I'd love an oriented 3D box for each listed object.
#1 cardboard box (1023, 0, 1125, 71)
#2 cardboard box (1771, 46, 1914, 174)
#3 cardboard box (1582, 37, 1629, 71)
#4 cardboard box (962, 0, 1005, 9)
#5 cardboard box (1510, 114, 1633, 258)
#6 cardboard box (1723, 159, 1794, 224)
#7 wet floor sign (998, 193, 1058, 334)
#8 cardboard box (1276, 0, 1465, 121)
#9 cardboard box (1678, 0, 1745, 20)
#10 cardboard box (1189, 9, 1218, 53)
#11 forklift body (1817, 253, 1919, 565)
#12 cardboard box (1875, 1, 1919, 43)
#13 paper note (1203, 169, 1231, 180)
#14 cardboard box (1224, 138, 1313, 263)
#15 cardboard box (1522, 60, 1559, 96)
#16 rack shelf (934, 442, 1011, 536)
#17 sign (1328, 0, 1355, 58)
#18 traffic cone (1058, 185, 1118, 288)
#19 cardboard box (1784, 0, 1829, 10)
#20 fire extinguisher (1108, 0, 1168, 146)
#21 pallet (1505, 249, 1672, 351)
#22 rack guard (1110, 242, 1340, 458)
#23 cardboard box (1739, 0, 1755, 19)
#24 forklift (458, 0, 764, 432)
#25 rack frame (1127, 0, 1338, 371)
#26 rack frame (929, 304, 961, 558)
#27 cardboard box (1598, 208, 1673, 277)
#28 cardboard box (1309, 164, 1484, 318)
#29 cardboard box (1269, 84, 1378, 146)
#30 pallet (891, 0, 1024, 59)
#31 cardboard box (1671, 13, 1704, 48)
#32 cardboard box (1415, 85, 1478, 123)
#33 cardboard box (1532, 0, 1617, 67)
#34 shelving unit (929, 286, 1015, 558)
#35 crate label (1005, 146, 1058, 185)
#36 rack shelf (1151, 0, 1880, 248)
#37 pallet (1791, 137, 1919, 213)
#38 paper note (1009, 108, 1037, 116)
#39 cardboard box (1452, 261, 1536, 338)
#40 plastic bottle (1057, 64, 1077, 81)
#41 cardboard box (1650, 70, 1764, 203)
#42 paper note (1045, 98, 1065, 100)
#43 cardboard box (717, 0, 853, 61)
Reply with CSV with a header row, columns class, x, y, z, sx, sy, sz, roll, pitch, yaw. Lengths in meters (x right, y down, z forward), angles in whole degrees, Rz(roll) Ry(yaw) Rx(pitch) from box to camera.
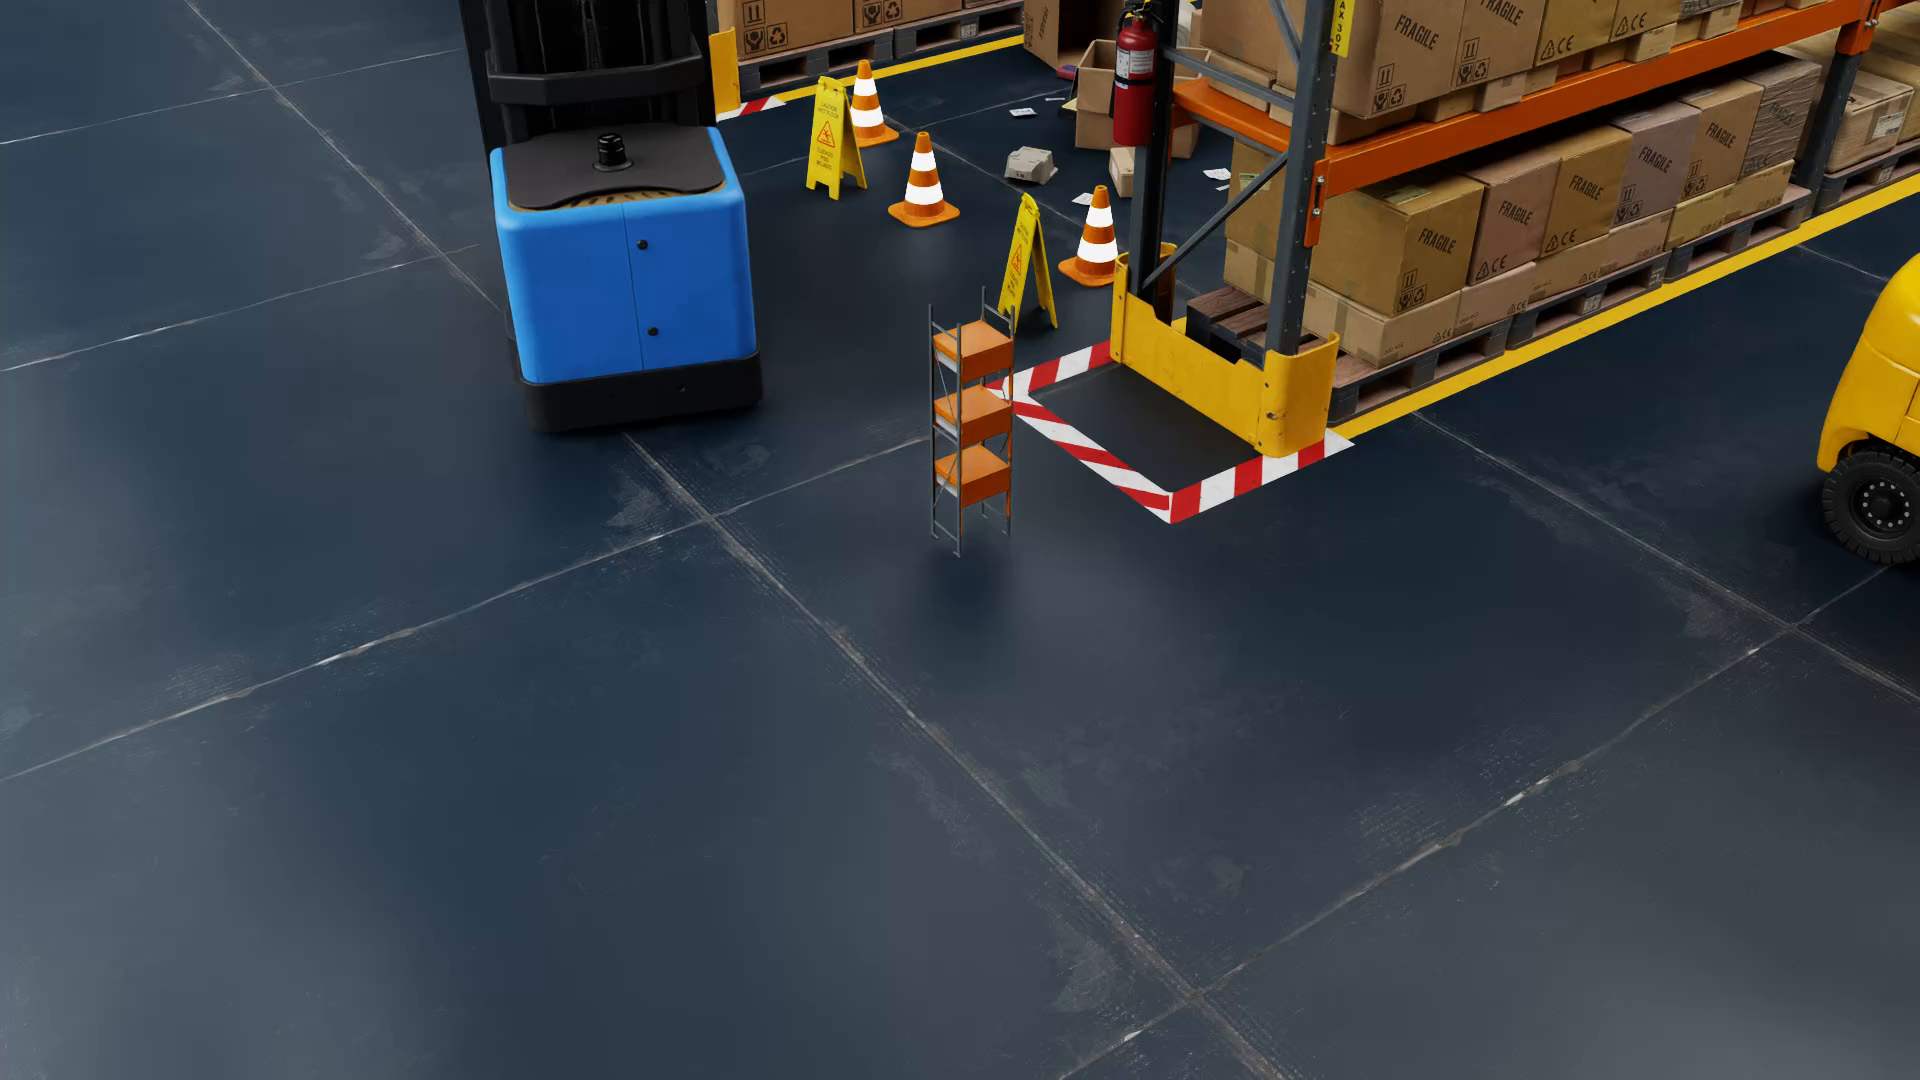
class,x,y,z,sx,sy,sz,roll,pitch,yaw
cardboard box,0.766,-3.519,11.212,0.500,0.500,0.500,-15,38,-20
cardboard box,4.805,-2.497,9.544,0.625,0.372,0.950,-22,41,-27
cardboard box,2.806,-2.285,7.573,0.250,0.149,0.380,-24,42,-29
cardboard box,0.154,-4.369,11.716,0.875,0.875,0.875,-22,41,-28
cardboard box,2.785,-1.720,7.925,0.500,0.500,0.500,-22,41,-27
cardboard box,4.049,-1.943,8.878,0.500,0.250,0.500,-20,40,-26
wet floor sign,0.336,-1.362,8.091,0.232,0.644,0.267,-9,37,-12
cardboard box,1.655,-2.059,6.703,0.500,0.500,0.500,-23,42,-29
cardboard box,3.319,-2.756,7.673,0.500,0.500,0.500,-21,41,-27
cardboard box,1.845,-3.030,10.416,0.503,0.637,0.797,-22,41,-28
forklift body,4.469,-0.667,5.835,1.214,2.155,2.313,-22,41,-28
cardboard box,5.958,-2.976,10.209,0.625,0.372,0.950,-21,41,-26
paper note,1.515,-2.143,9.713,0.142,0.019,0.148,-9,37,-12
cardboard box,1.612,-1.623,7.791,0.500,0.500,0.500,-22,41,-28
cardboard box,2.393,-2.093,7.306,0.250,0.149,0.380,-21,41,-27
rack shelf,0.044,-0.210,6.637,0.240,0.259,0.215,-22,41,-28
sign,1.420,-1.963,6.169,0.005,0.325,0.100,-22,41,-28
traffic cone,0.716,-1.601,8.580,0.334,0.463,0.336,-22,41,-28
cardboard box,4.090,-2.773,8.252,0.250,0.149,0.380,-21,41,-27
fire extinguisher,0.749,-2.021,7.057,0.183,0.674,0.296,-22,41,-28
pallet,2.851,-1.428,8.555,1.213,0.211,1.003,-22,41,-28
rack guard,1.170,-0.881,7.547,0.348,0.500,1.175,-22,41,-28
cardboard box,3.621,-2.646,8.075,0.250,0.149,0.380,-23,42,-28
forklift,-1.764,-2.521,7.745,1.130,2.935,3.031,-9,37,-12
rack frame,1.108,-1.871,6.782,0.127,3.000,1.000,-22,41,-28
rack frame,-0.056,-0.403,6.411,0.008,1.050,0.200,-22,41,-28
cardboard box,3.201,-1.590,8.388,0.500,0.250,0.500,-22,41,-27
cardboard box,1.946,-1.377,7.448,0.500,0.500,0.500,-24,42,-29
cardboard box,1.505,-1.784,6.877,0.250,0.149,0.380,-22,41,-28
pallet,-0.222,-3.781,11.827,1.213,0.211,1.003,-22,41,-28
cardboard box,3.235,-2.445,7.796,0.250,0.149,0.380,-23,42,-29
cardboard box,1.966,-1.926,7.075,0.250,0.149,0.380,-24,42,-29
cardboard box,2.492,-2.407,7.187,0.500,0.500,0.500,-23,42,-29
shelving unit,0.044,-0.444,6.468,0.252,1.050,0.215,-22,41,-28
crate label,0.406,-2.178,9.661,0.250,0.136,0.298,15,38,20
rack shelf,2.743,-2.251,7.927,4.000,0.370,1.077,-22,41,-28
pallet,5.013,-2.347,9.832,1.213,0.211,1.003,-22,41,-28
paper note,0.399,-2.696,10.474,0.142,0.017,0.144,-9,37,-12
cardboard box,2.348,-1.232,7.890,0.500,0.250,0.500,-21,41,-26
plastic bottle,0.791,-3.067,10.962,0.283,0.061,0.133,22,41,28
cardboard box,3.634,-2.076,8.420,0.500,0.500,0.500,-22,41,-27
paper note,0.612,-2.832,10.678,0.123,0.001,0.032,-3,36,-4
cardboard box,-1.310,-3.767,10.878,0.875,0.875,0.875,-22,41,-28
